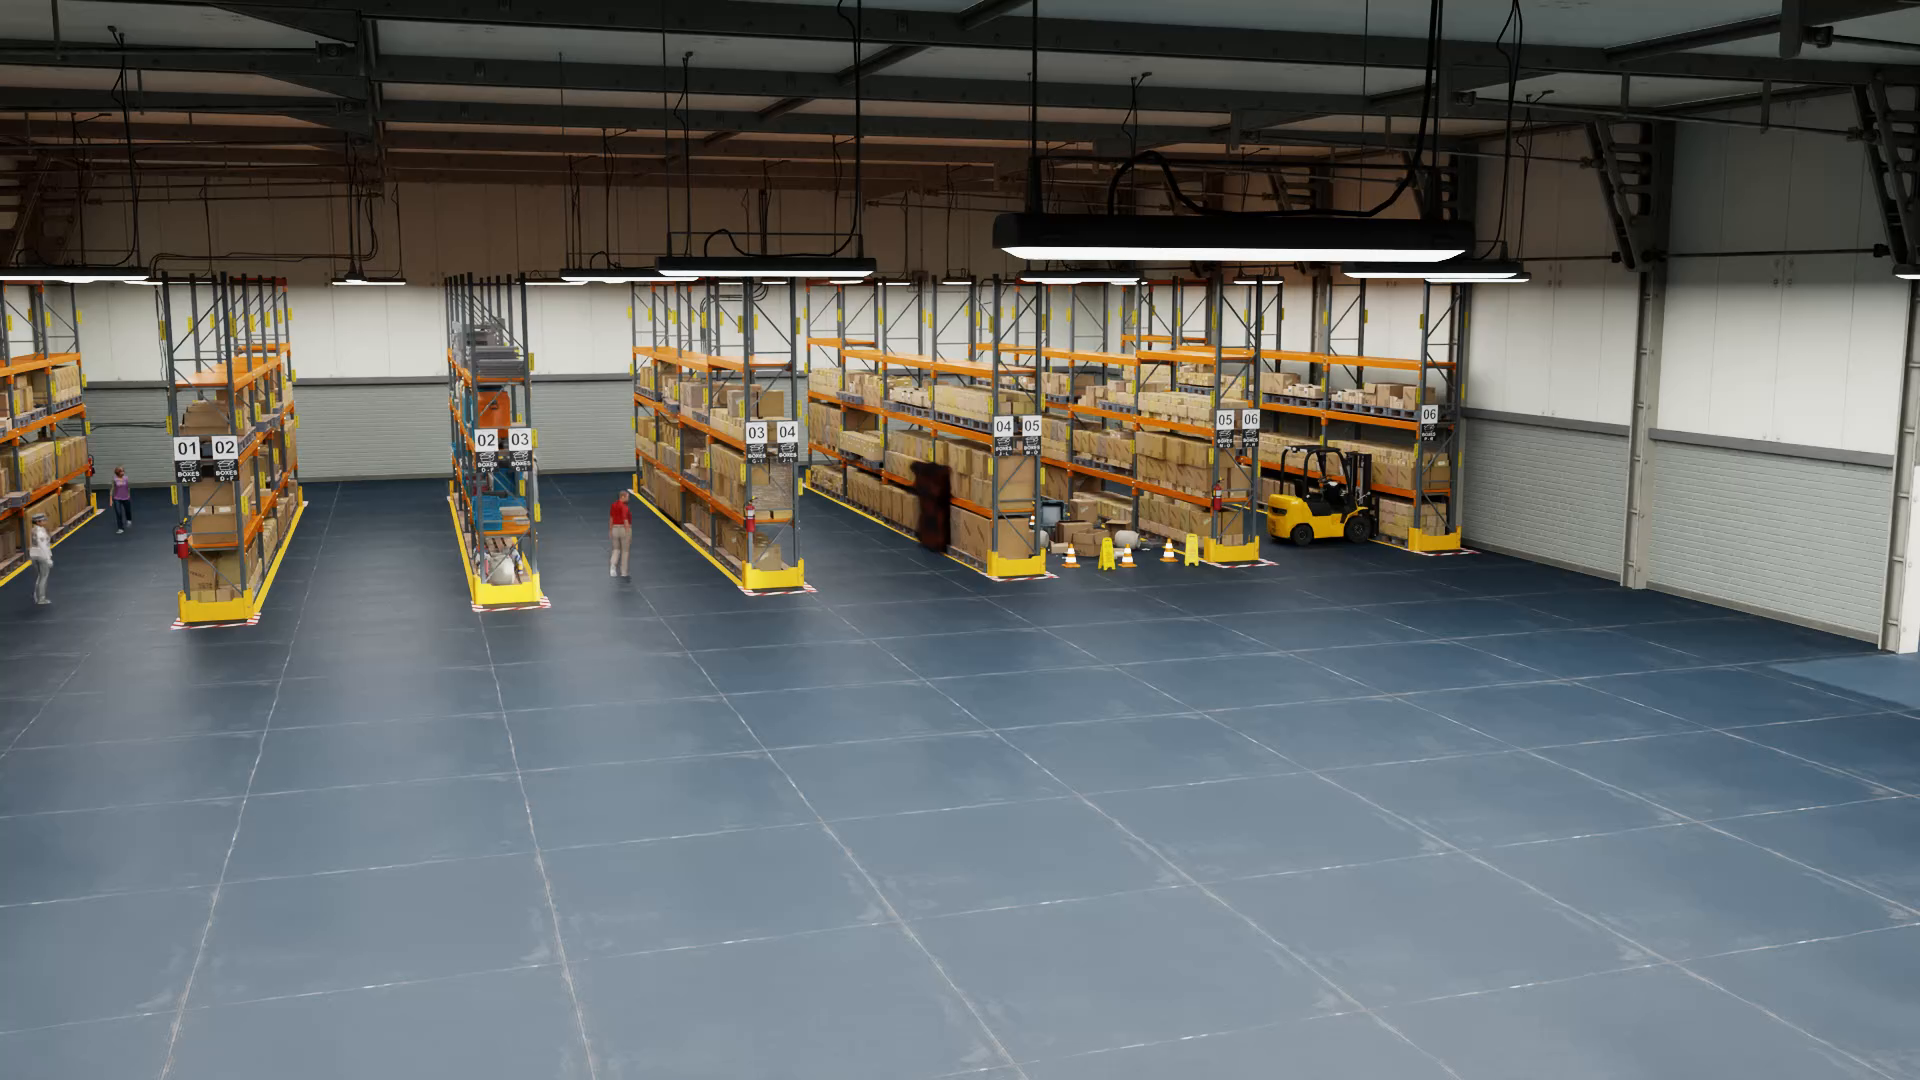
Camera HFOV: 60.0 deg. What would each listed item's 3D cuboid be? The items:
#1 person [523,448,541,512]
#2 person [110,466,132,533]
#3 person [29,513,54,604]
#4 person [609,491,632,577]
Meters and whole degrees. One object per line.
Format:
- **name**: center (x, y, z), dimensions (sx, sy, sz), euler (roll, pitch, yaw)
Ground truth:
- **person**: center (-11.127, -1.597, 42.918), dimensions (0.524, 1.712, 0.995), euler (-4, 10, -25)
- **person**: center (-19.807, -0.959, 39.213), dimensions (0.448, 1.554, 0.637), euler (-4, 9, -25)
- **person**: center (-16.705, 0.339, 30.258), dimensions (0.486, 1.687, 0.418), euler (2, 9, 15)
- **person**: center (-6.783, -0.119, 33.098), dimensions (0.522, 1.730, 0.501), euler (2, 9, 15)
